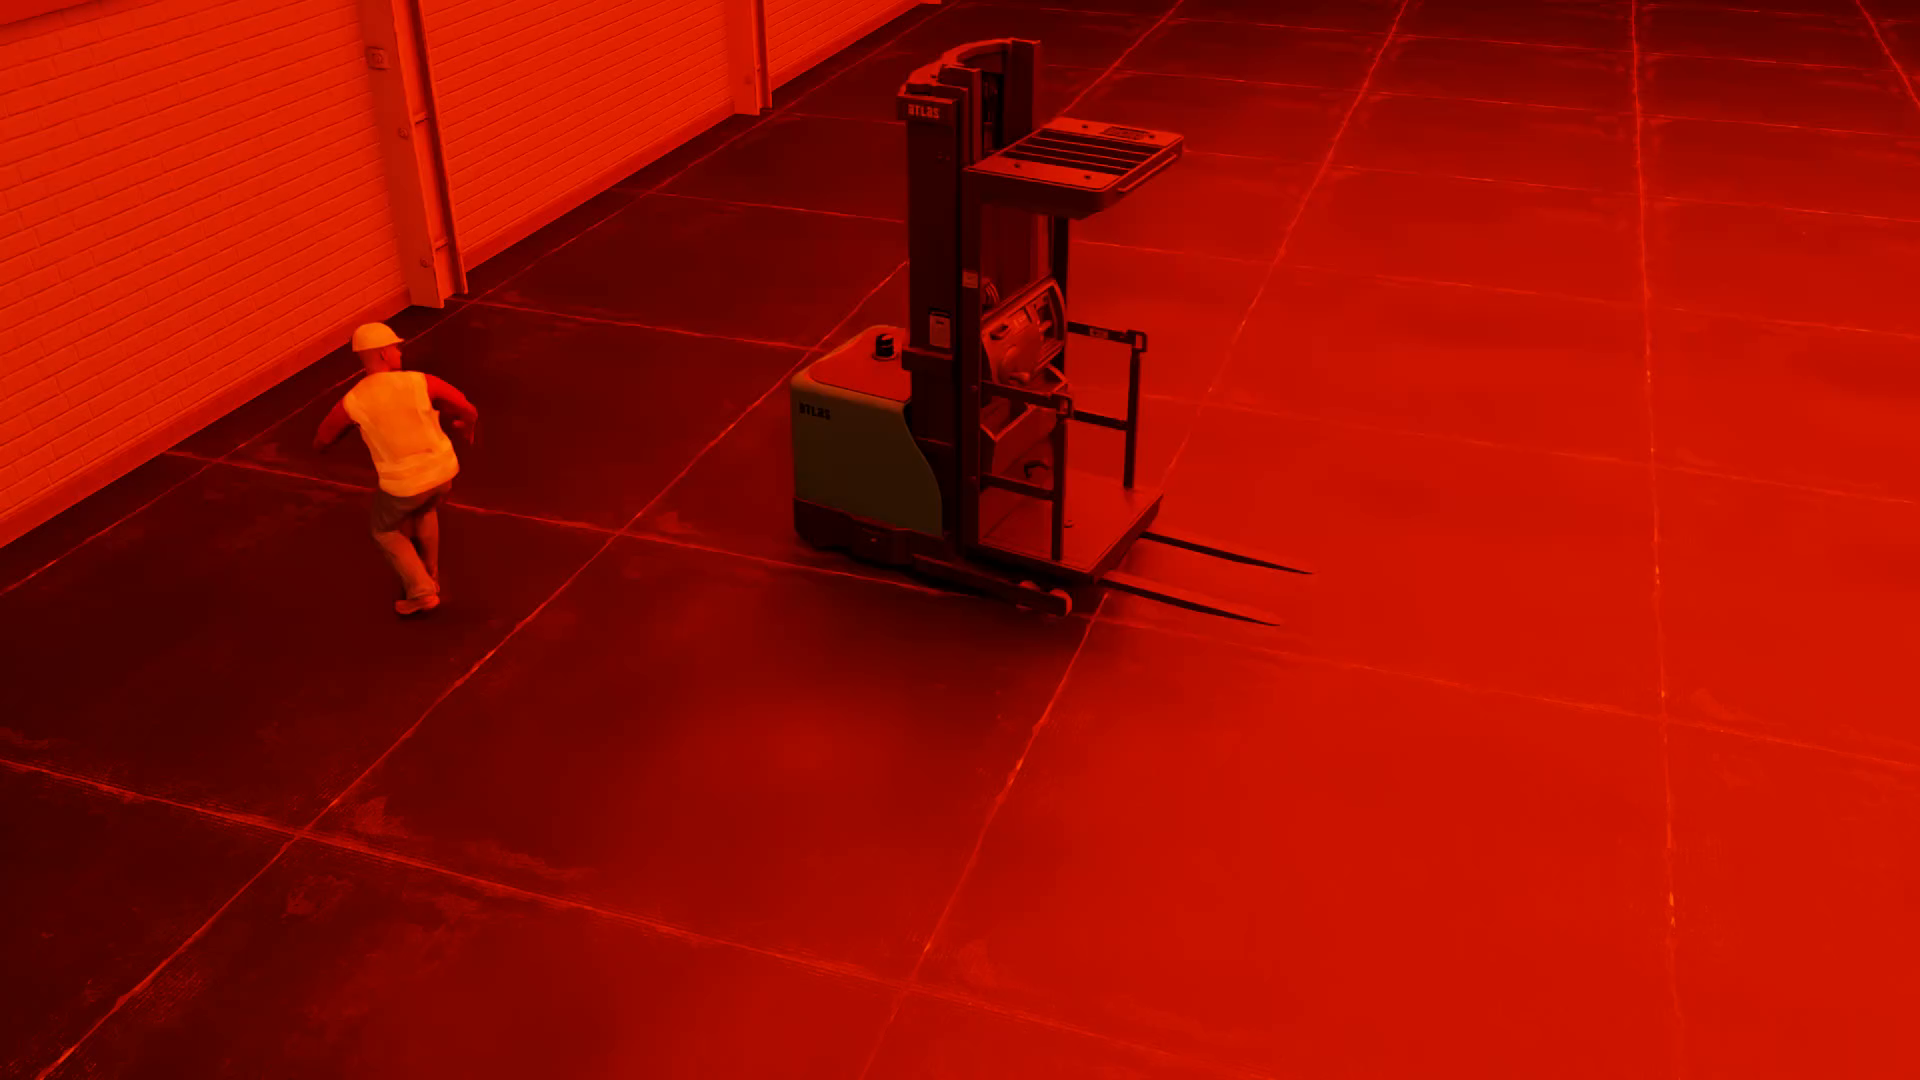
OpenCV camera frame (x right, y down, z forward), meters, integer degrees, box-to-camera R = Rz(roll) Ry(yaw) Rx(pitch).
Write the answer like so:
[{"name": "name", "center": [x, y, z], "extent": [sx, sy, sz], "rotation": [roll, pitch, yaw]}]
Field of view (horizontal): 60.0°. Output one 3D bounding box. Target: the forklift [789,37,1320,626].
[{"name": "forklift", "center": [0.538, -1.130, 9.119], "extent": [3.031, 2.935, 1.130], "rotation": [15, 33, 25]}]

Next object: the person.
[{"name": "person", "center": [-3.093, -0.439, 9.184], "extent": [0.874, 1.656, 0.749], "rotation": [-22, 36, -33]}]
